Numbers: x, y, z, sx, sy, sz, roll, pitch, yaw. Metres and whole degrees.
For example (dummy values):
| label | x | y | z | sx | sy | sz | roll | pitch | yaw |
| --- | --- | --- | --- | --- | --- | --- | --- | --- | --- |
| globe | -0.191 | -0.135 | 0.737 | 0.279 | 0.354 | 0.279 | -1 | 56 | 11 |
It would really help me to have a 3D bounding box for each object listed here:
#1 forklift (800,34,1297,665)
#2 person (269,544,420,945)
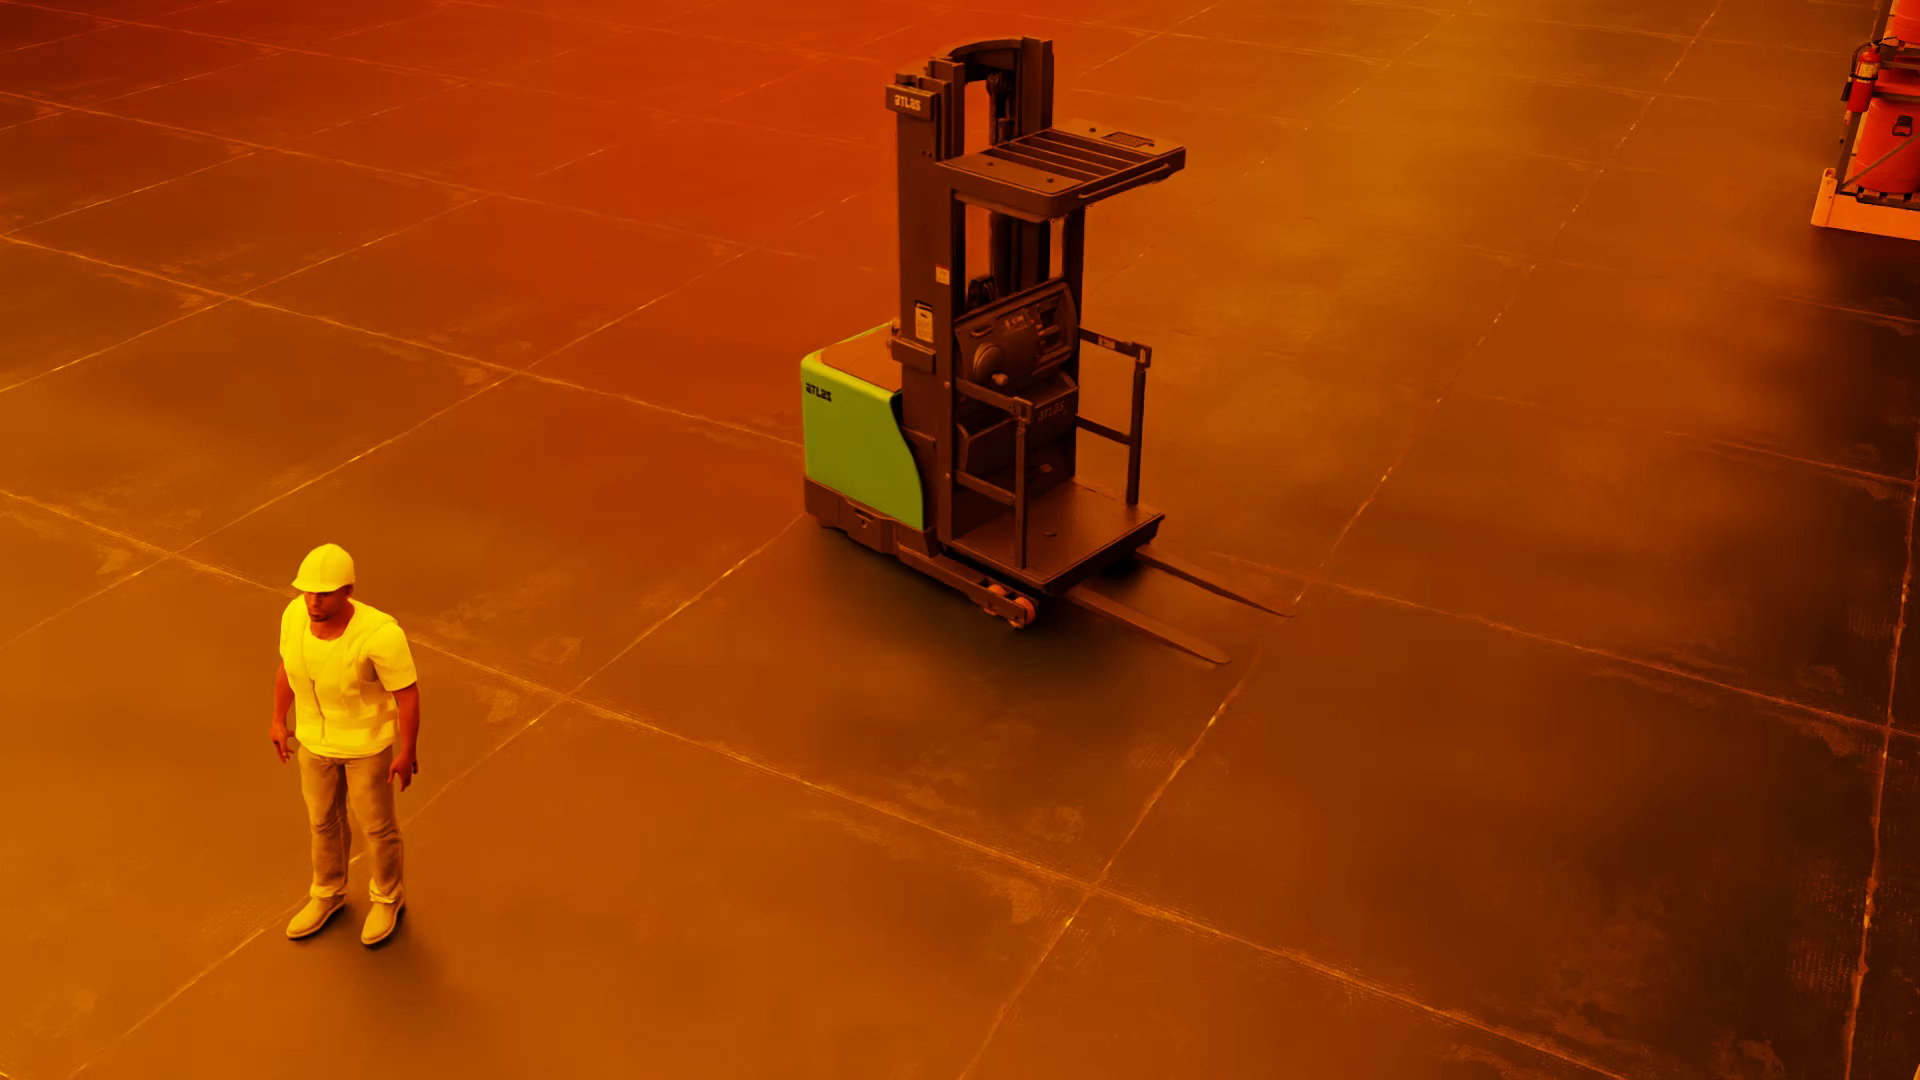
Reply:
| label | x | y | z | sx | sy | sz | roll | pitch | yaw |
| --- | --- | --- | --- | --- | --- | --- | --- | --- | --- |
| forklift | 0.468 | -1.081 | 8.944 | 3.031 | 2.935 | 1.130 | 25 | 38 | 36 |
| person | -2.530 | 0.847 | 6.769 | 0.663 | 1.766 | 0.543 | 9 | 31 | 15 |
